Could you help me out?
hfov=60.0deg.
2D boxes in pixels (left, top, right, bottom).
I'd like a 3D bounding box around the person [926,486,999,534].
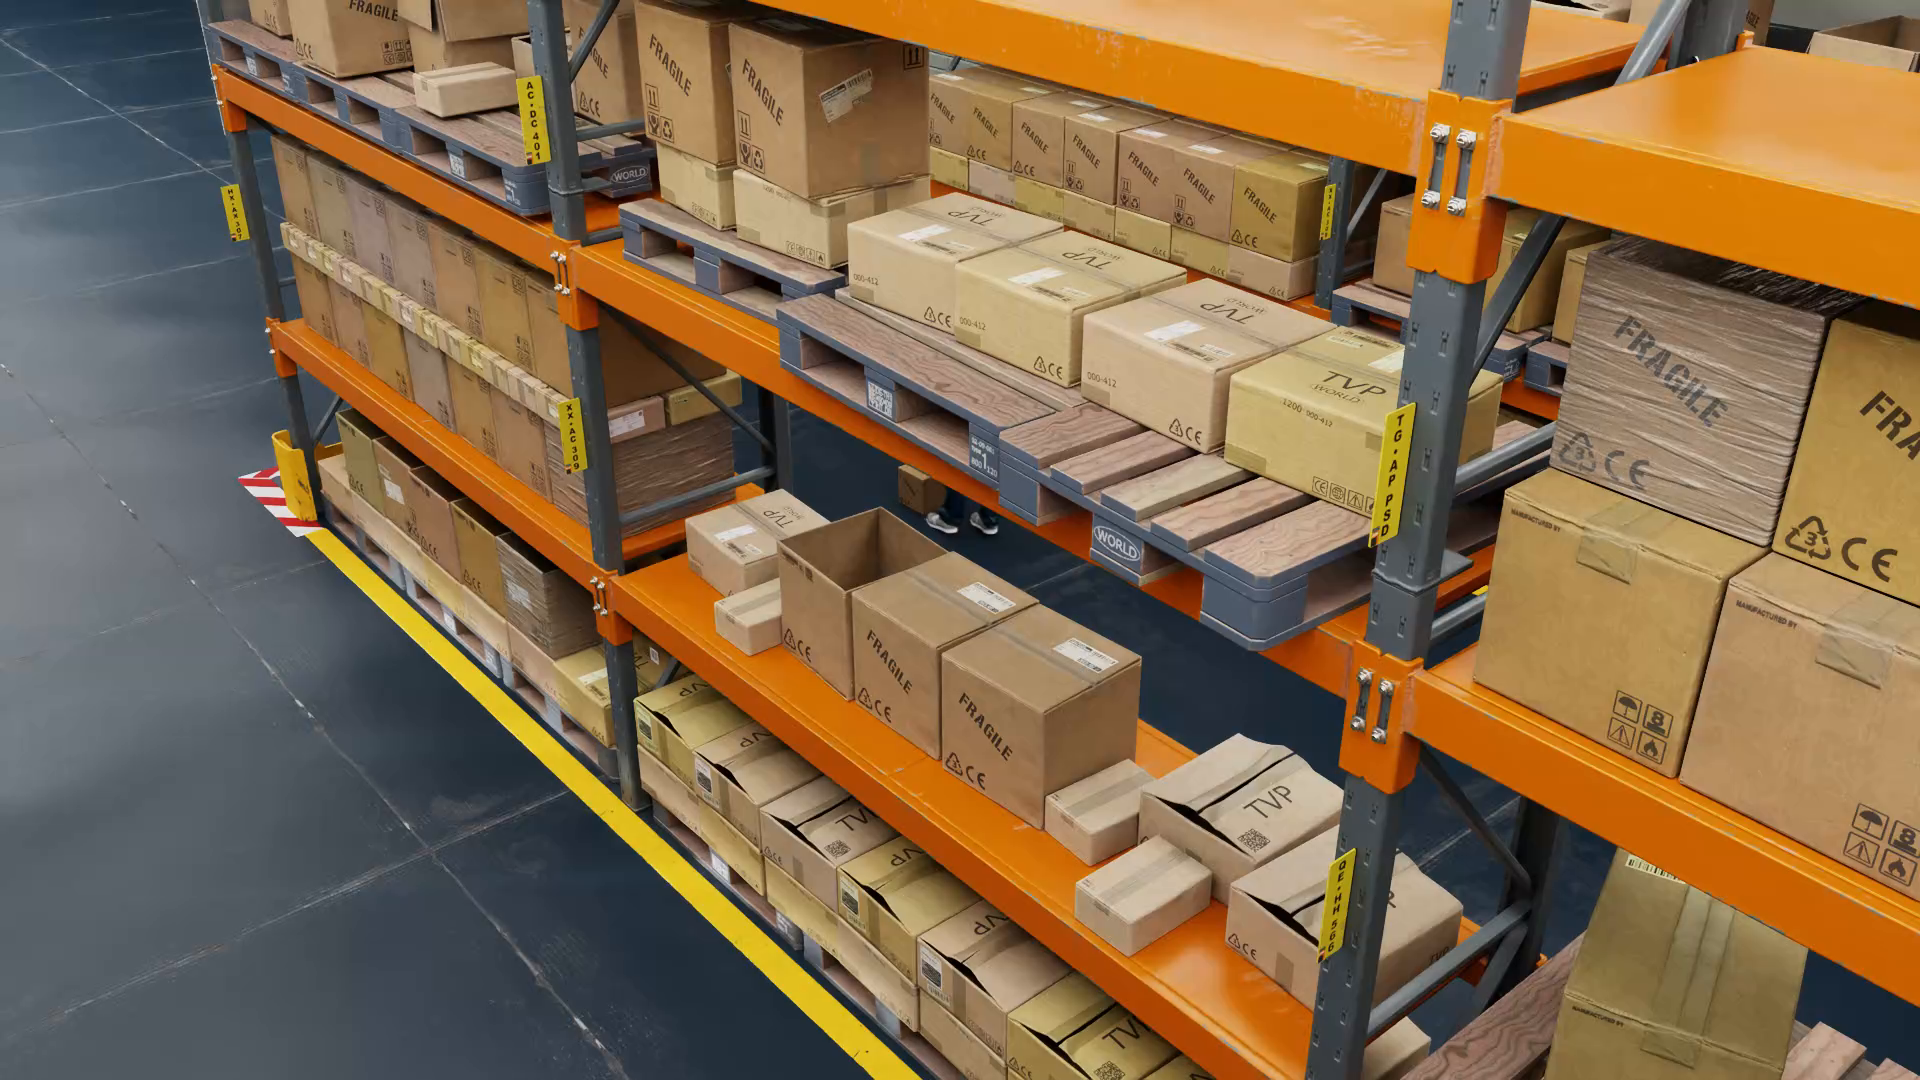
[{"bbox_3d":[0.052,-0.784,10.067,0.430,1.602,0.479,-22,35,-34],"label":"person"}]
